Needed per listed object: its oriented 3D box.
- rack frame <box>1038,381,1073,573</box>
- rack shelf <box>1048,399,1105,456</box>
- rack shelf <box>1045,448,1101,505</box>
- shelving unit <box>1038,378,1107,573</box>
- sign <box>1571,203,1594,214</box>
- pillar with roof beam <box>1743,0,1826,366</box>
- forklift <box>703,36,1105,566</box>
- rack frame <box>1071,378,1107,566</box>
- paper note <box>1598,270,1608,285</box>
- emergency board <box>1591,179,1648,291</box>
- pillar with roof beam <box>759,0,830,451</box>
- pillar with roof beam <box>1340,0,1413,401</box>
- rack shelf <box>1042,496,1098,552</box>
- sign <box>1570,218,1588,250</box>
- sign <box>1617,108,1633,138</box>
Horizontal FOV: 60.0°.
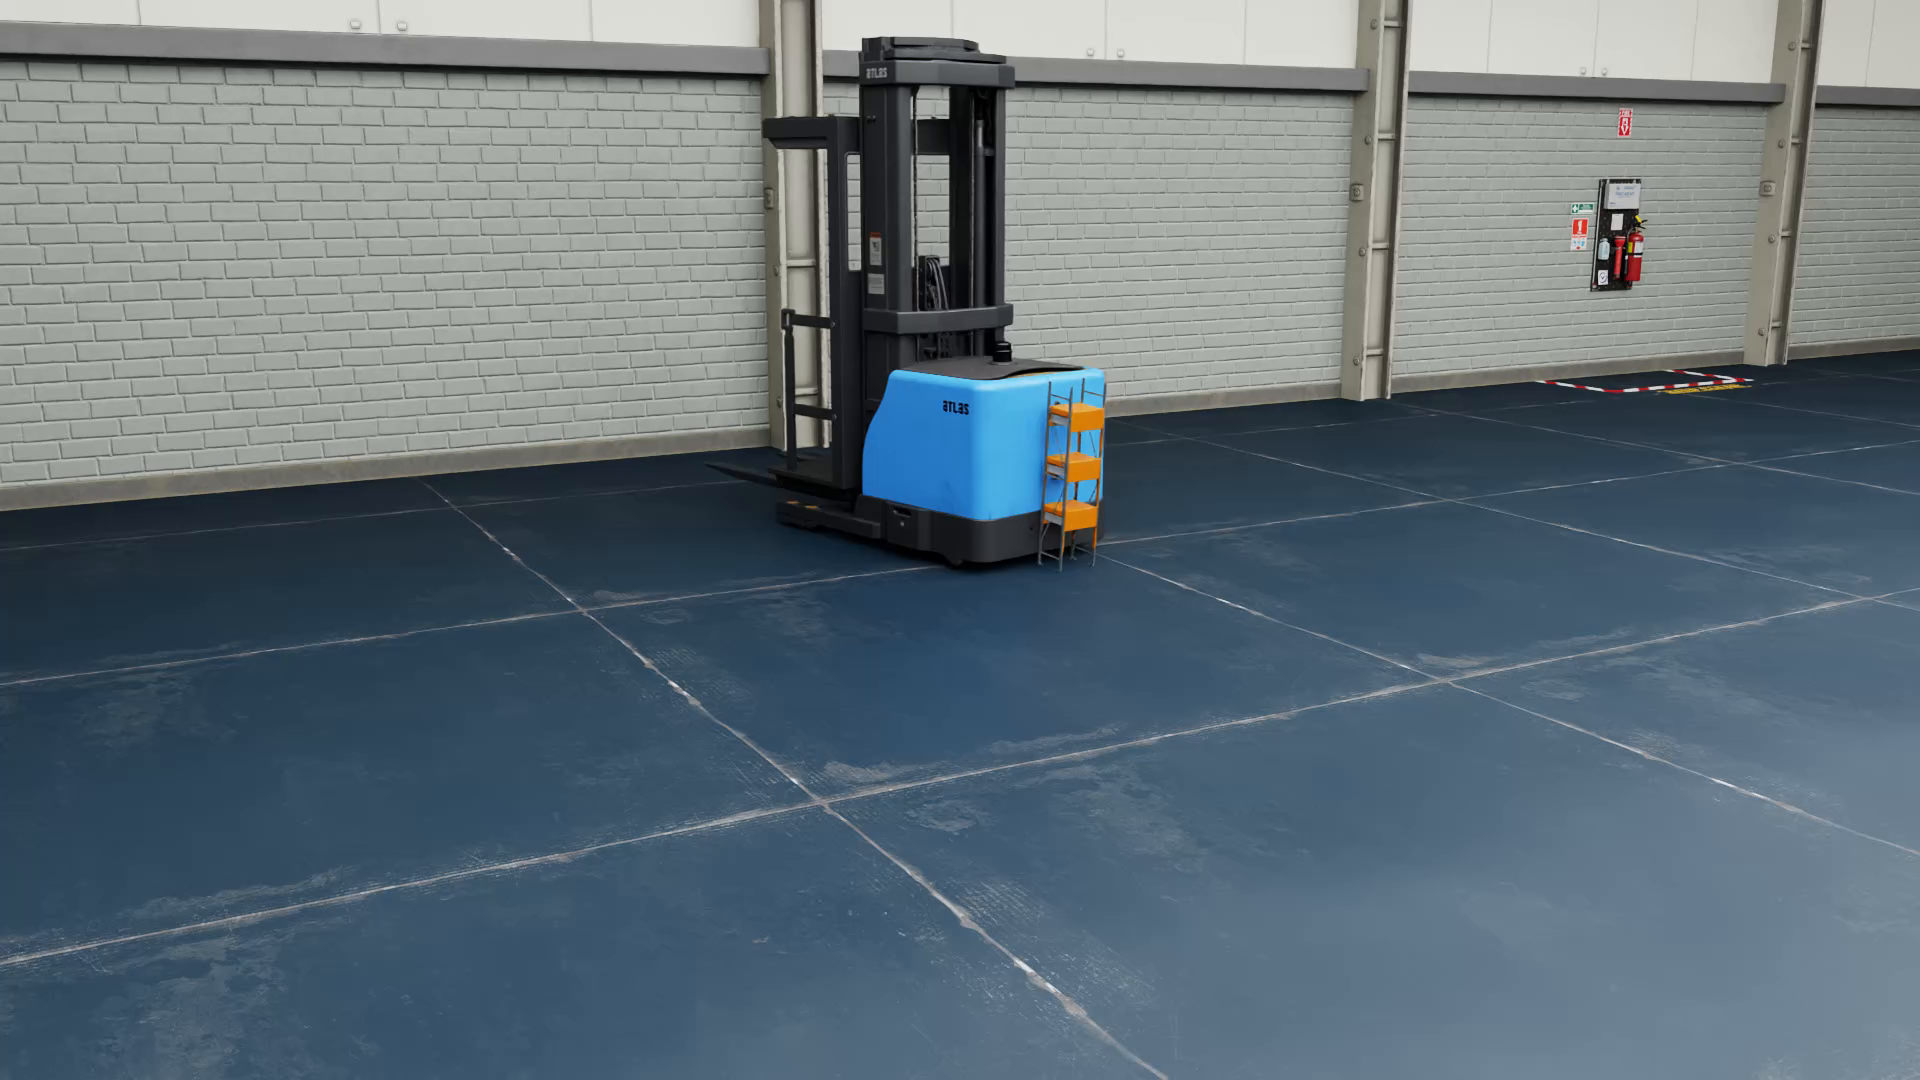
[{"bbox_3d":[0.528,-0.347,9.226,0.008,1.050,0.200,-9,20,-36],"label":"rack frame"},{"bbox_3d":[0.637,-0.625,9.222,0.240,0.259,0.215,-9,20,-36],"label":"rack shelf"},{"bbox_3d":[0.625,-0.353,9.301,0.240,0.259,0.215,-9,20,-36],"label":"rack shelf"},{"bbox_3d":[0.625,-0.363,9.298,0.252,1.050,0.215,-9,20,-36],"label":"shelving unit"},{"bbox_3d":[6.518,-3.471,17.410,0.331,0.109,0.001,-7,14,-28],"label":"sign"},{"bbox_3d":[11.295,-5.584,14.425,0.400,9.000,9.100,-7,14,-28],"label":"pillar with roof beam"},{"bbox_3d":[-0.508,-1.547,10.309,1.130,2.935,3.031,-11,17,-41],"label":"forklift"},{"bbox_3d":[0.723,-0.379,9.369,0.008,1.050,0.200,-9,20,-36],"label":"rack frame"},{"bbox_3d":[6.856,-2.799,17.721,0.142,0.148,0.016,-7,14,-28],"label":"paper note"},{"bbox_3d":[7.044,-3.234,17.648,0.643,1.169,0.194,-7,14,-28],"label":"emergency board"},{"bbox_3d":[0.762,-4.321,8.816,0.400,9.000,9.100,-7,14,-28],"label":"pillar with roof beam"},{"bbox_3d":[6.028,-4.953,11.620,0.400,9.000,9.100,-7,14,-28],"label":"pillar with roof beam"},{"bbox_3d":[0.613,-0.086,9.378,0.240,0.259,0.215,-9,20,-36],"label":"rack shelf"},{"bbox_3d":[6.510,-3.213,17.474,0.234,0.329,0.001,-7,14,-28],"label":"sign"},{"bbox_3d":[6.990,-4.383,17.475,0.199,0.298,0.001,-7,14,-28],"label":"sign"}]
